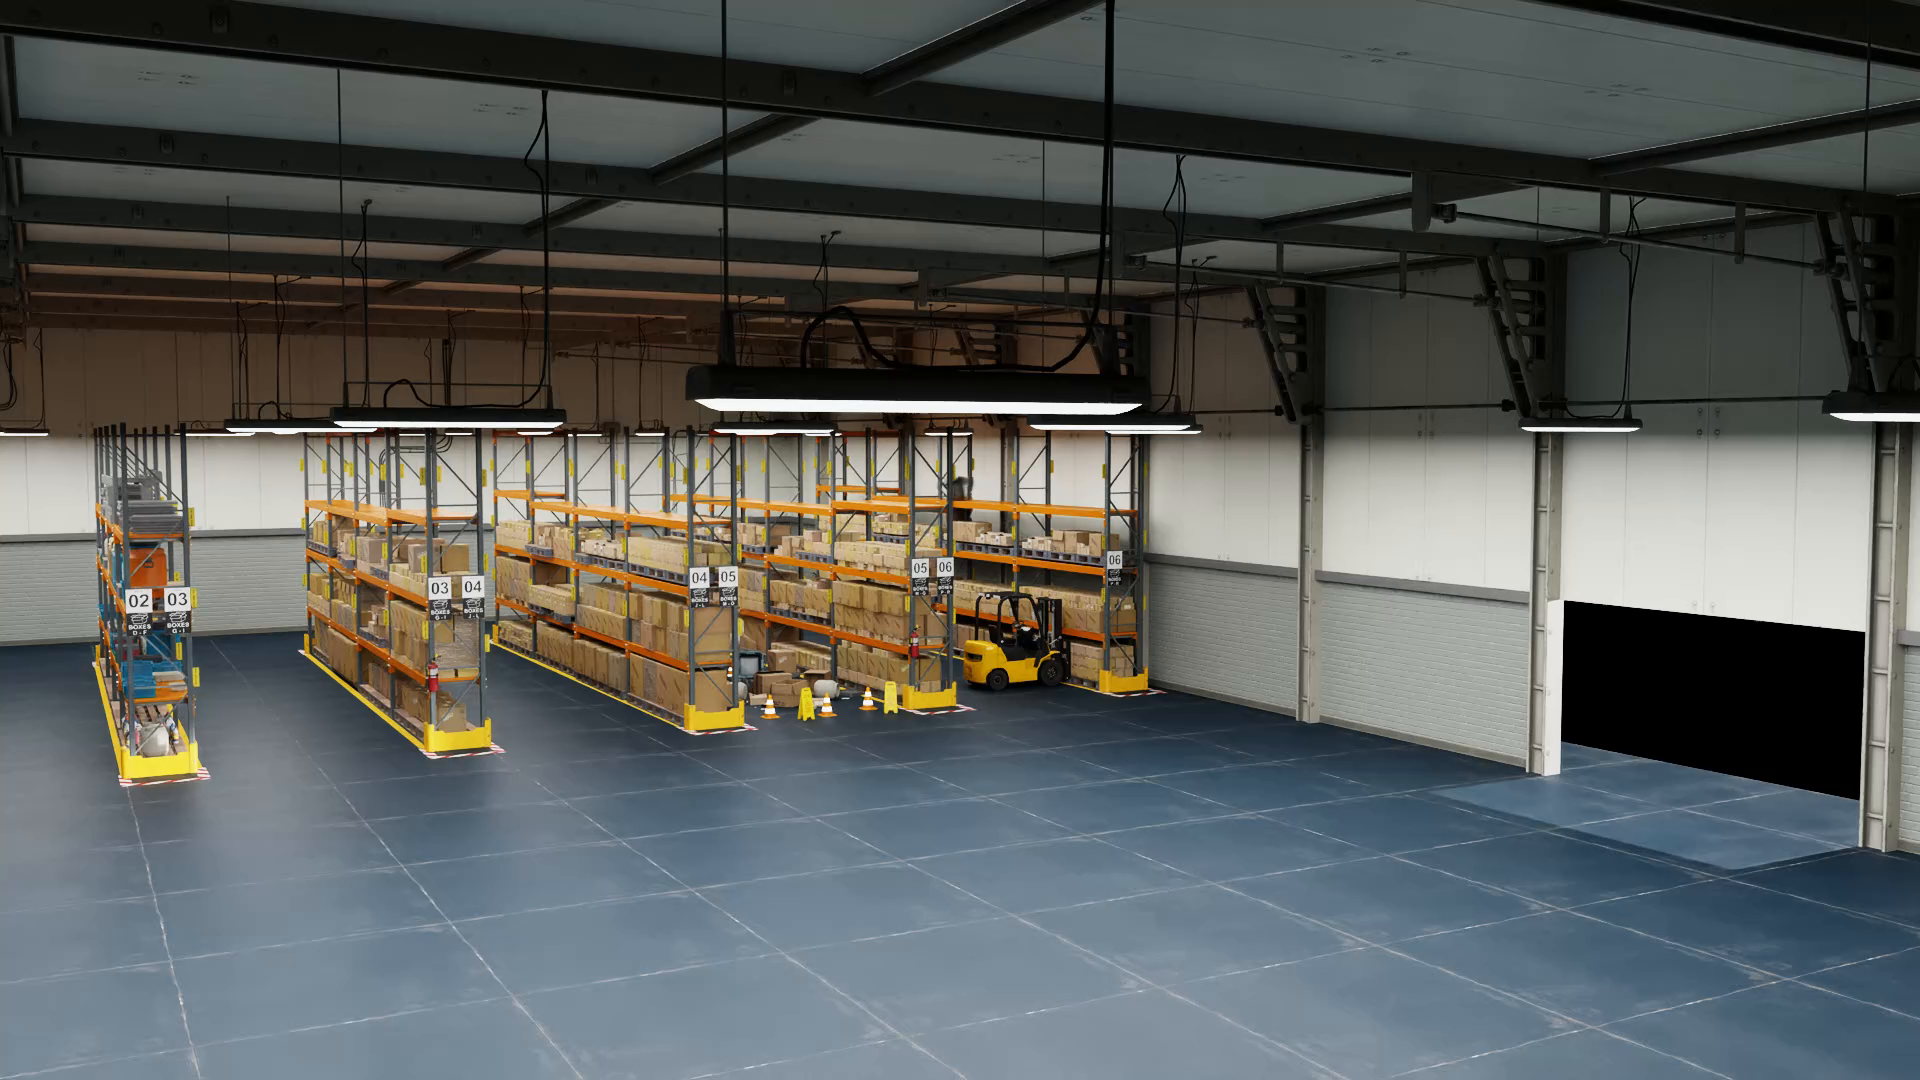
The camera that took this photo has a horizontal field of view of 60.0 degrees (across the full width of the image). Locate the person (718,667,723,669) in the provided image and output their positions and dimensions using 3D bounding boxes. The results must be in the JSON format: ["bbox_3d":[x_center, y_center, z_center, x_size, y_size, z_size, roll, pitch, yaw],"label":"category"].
[{"bbox_3d":[-6.092,2.443,41.374,0.679,1.603,0.484,-1,4,-9],"label":"person"}]

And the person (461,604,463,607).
[{"bbox_3d":[-12.464,2.364,41.453,0.704,1.712,0.721,3,5,45],"label":"person"}]
